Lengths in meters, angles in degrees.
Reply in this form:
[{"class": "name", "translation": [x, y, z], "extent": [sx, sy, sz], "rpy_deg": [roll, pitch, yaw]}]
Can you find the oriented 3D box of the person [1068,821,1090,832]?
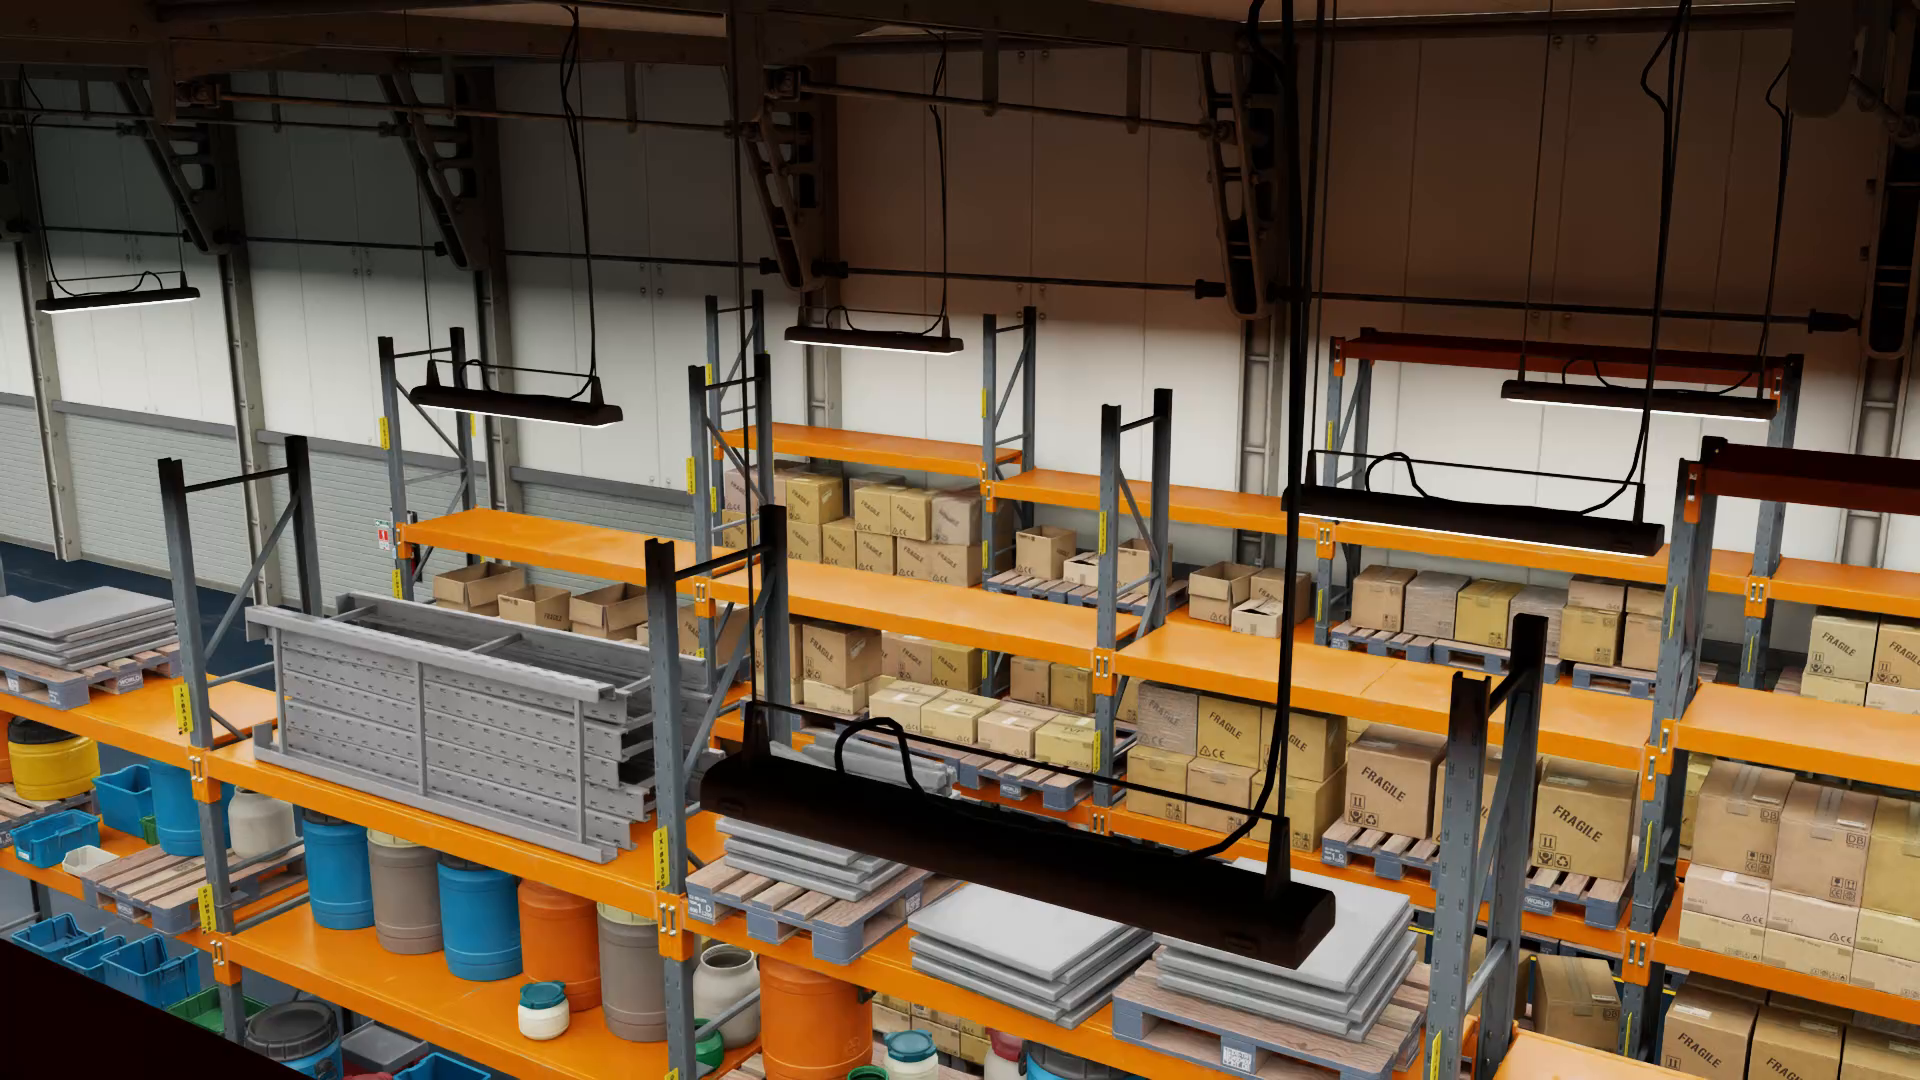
[{"class": "person", "translation": [1.297, 2.934, 17.733], "extent": [0.649, 1.753, 0.575], "rpy_deg": [11, 18, 38]}]
